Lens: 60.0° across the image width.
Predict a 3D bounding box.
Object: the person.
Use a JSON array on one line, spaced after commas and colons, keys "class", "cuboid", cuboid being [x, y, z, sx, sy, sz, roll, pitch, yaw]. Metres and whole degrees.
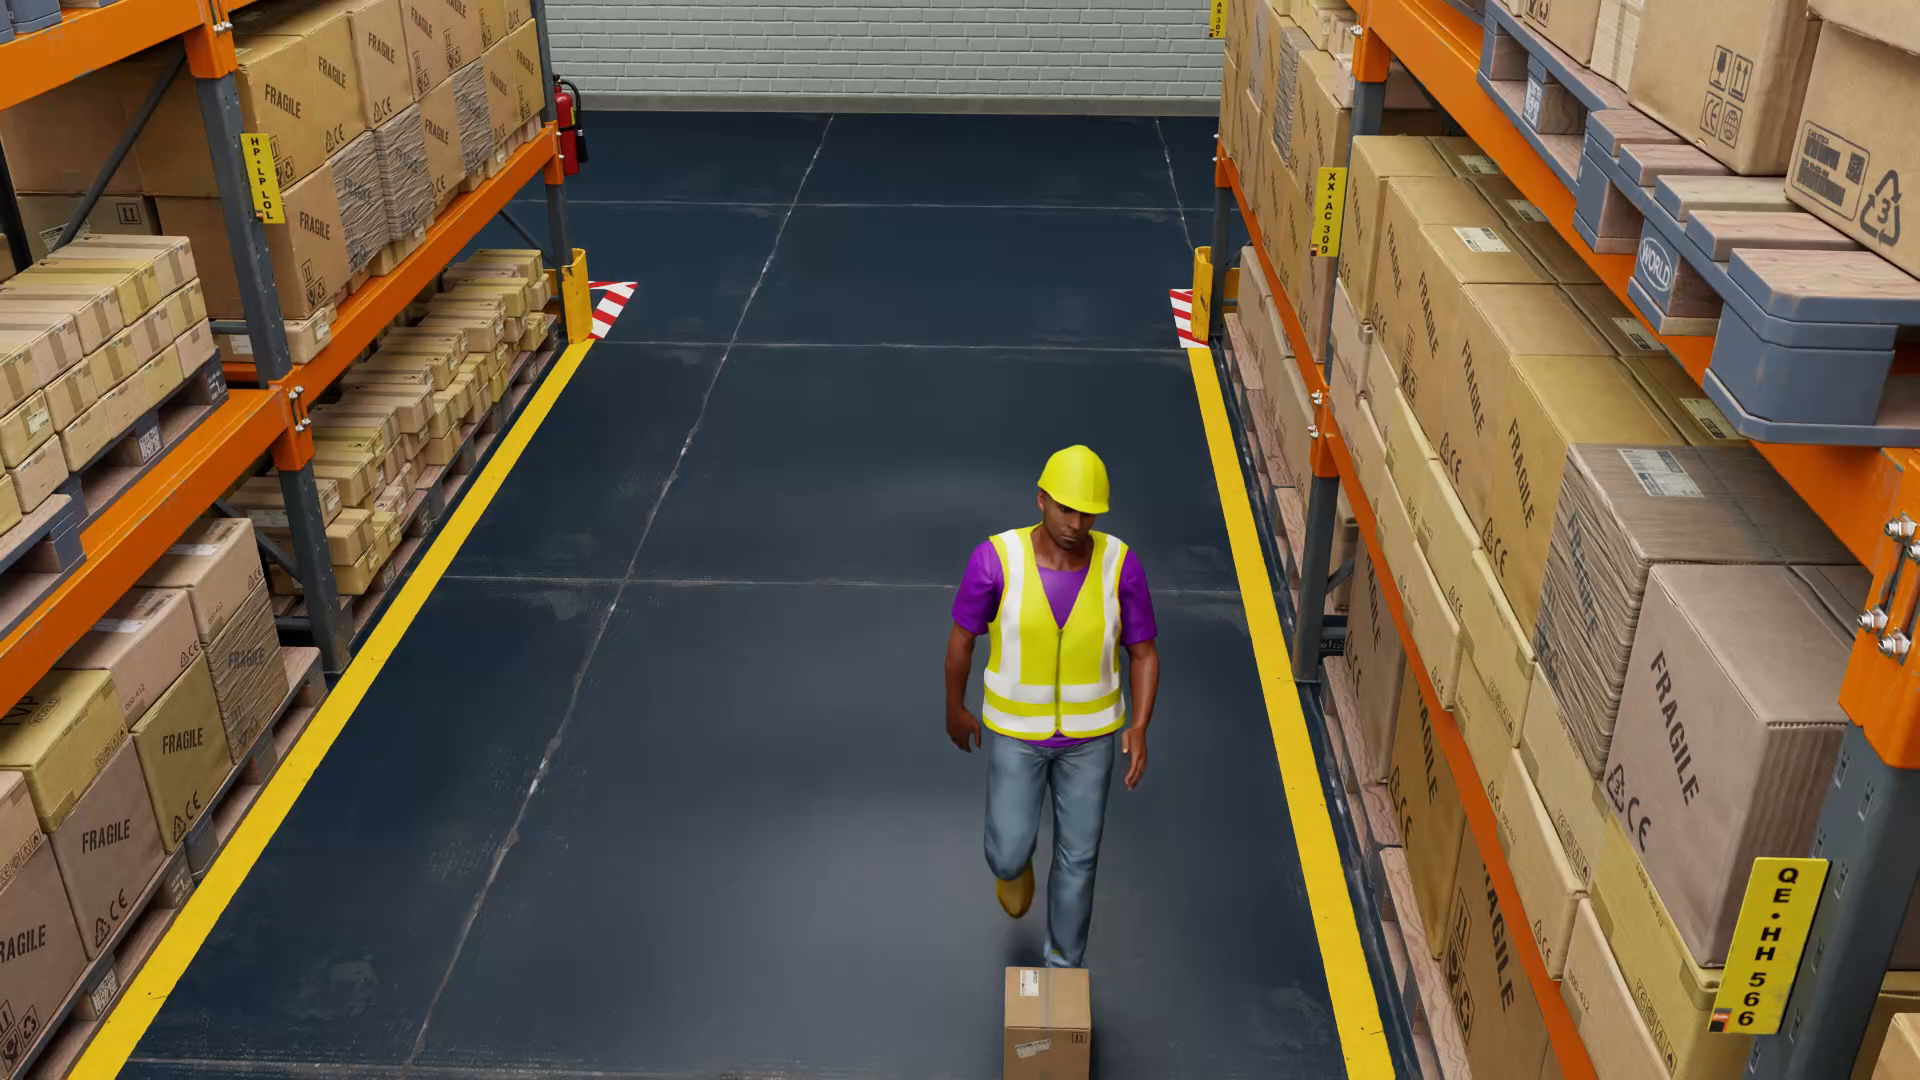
[{"class": "person", "cuboid": [0.282, 0.605, 4.967, 0.636, 1.722, 0.761, -1, 28, -3]}]
